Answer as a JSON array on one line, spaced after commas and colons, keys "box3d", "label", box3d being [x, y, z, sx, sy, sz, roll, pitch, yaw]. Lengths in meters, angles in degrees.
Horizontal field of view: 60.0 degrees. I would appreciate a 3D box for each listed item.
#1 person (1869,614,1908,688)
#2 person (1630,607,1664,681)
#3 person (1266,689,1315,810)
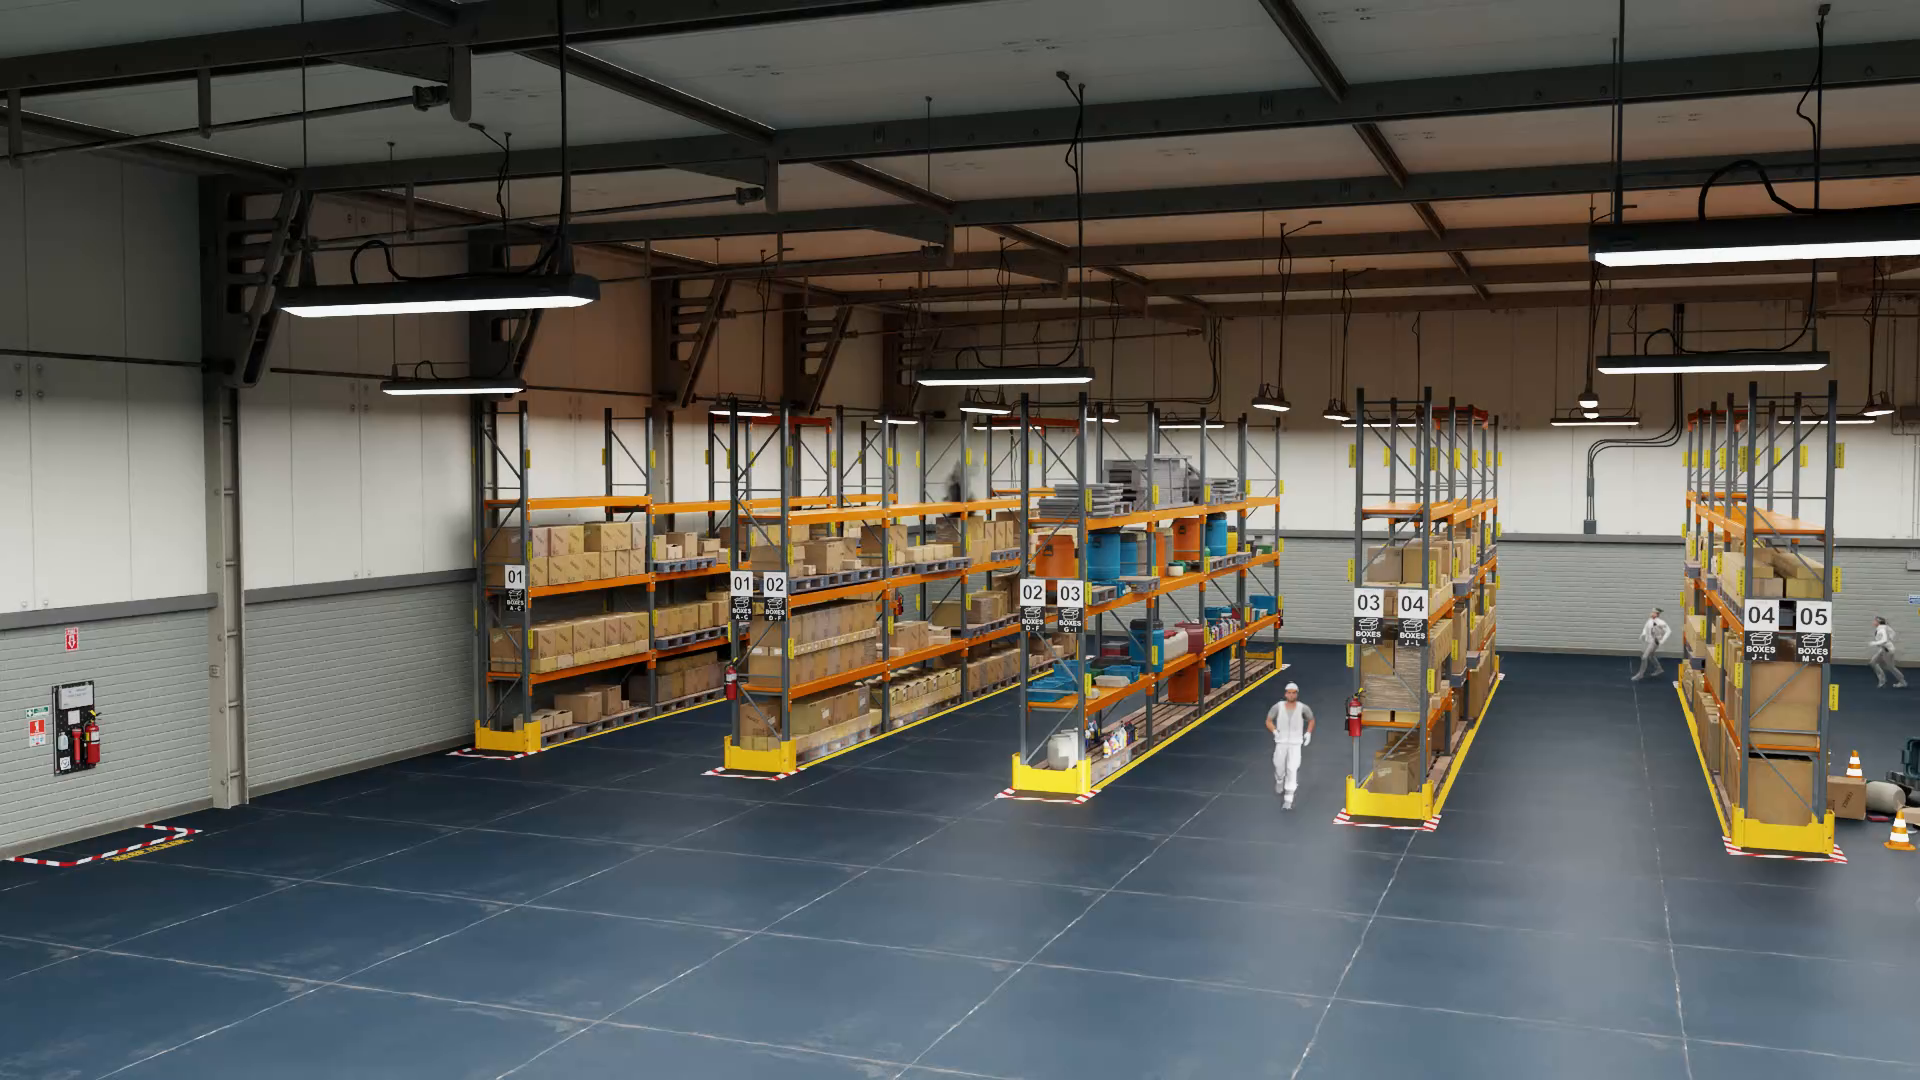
[{"box3d": [20.265, 2.454, 36.295, 0.749, 1.651, 0.654, 2, 3, 29], "label": "person"}, {"box3d": [15.630, 2.333, 37.565, 0.888, 1.688, 0.634, -1, 3, -12], "label": "person"}, {"box3d": [4.777, 2.983, 24.073, 0.701, 1.743, 0.848, 1, 3, 12], "label": "person"}]
